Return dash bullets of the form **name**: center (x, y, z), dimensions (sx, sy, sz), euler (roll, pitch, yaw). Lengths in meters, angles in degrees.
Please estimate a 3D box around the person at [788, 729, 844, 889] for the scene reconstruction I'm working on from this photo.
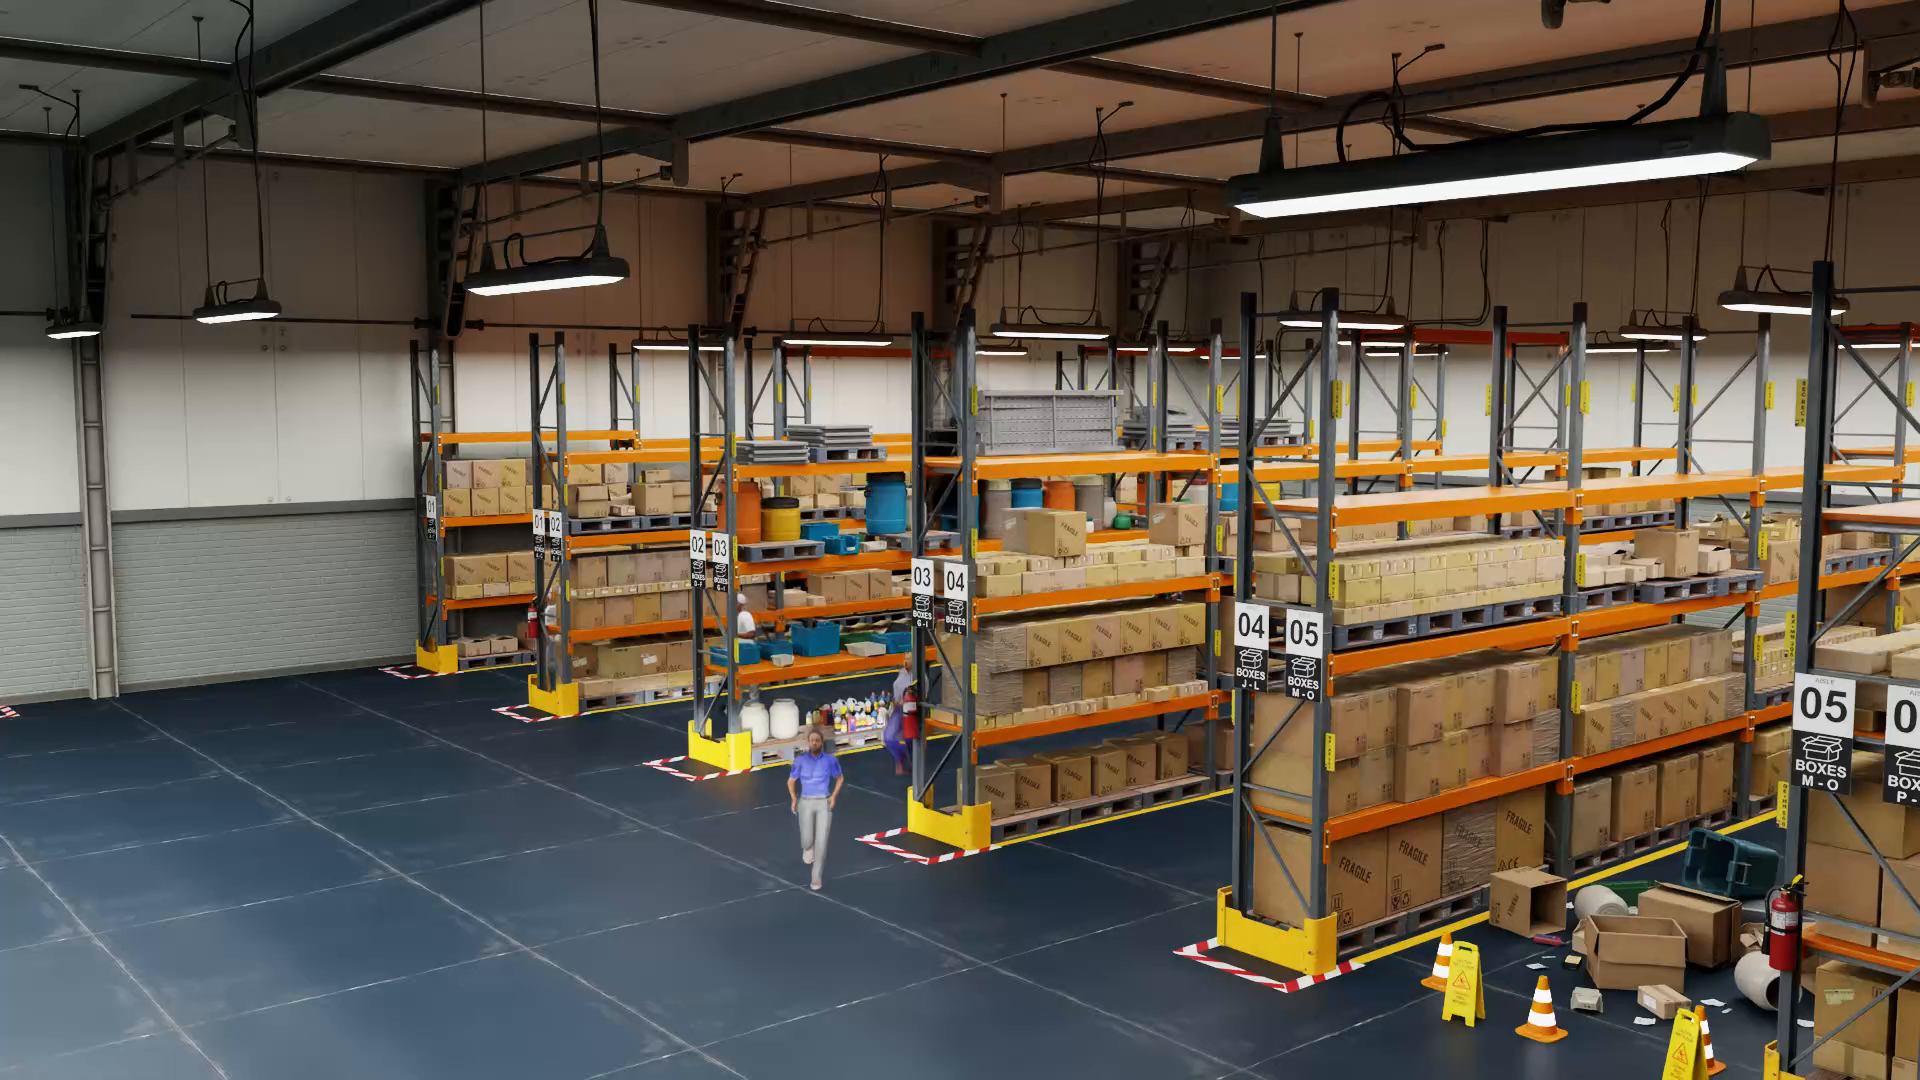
- **person**: center (-1.500, 2.774, 17.347), dimensions (0.587, 1.628, 0.605), euler (0, 5, -4)

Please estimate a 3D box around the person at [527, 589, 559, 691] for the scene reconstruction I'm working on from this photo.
- **person**: center (-6.955, 1.694, 28.152), dimensions (0.615, 1.747, 0.701), euler (-5, 7, -45)

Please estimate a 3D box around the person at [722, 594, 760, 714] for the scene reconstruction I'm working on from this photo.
- **person**: center (-3.309, 1.713, 25.094), dimensions (0.660, 1.829, 0.755), euler (5, 7, 42)

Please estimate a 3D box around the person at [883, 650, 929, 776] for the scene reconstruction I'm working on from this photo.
- **person**: center (-0.643, 2.174, 20.774), dimensions (0.580, 1.613, 0.629), euler (4, 7, 38)
